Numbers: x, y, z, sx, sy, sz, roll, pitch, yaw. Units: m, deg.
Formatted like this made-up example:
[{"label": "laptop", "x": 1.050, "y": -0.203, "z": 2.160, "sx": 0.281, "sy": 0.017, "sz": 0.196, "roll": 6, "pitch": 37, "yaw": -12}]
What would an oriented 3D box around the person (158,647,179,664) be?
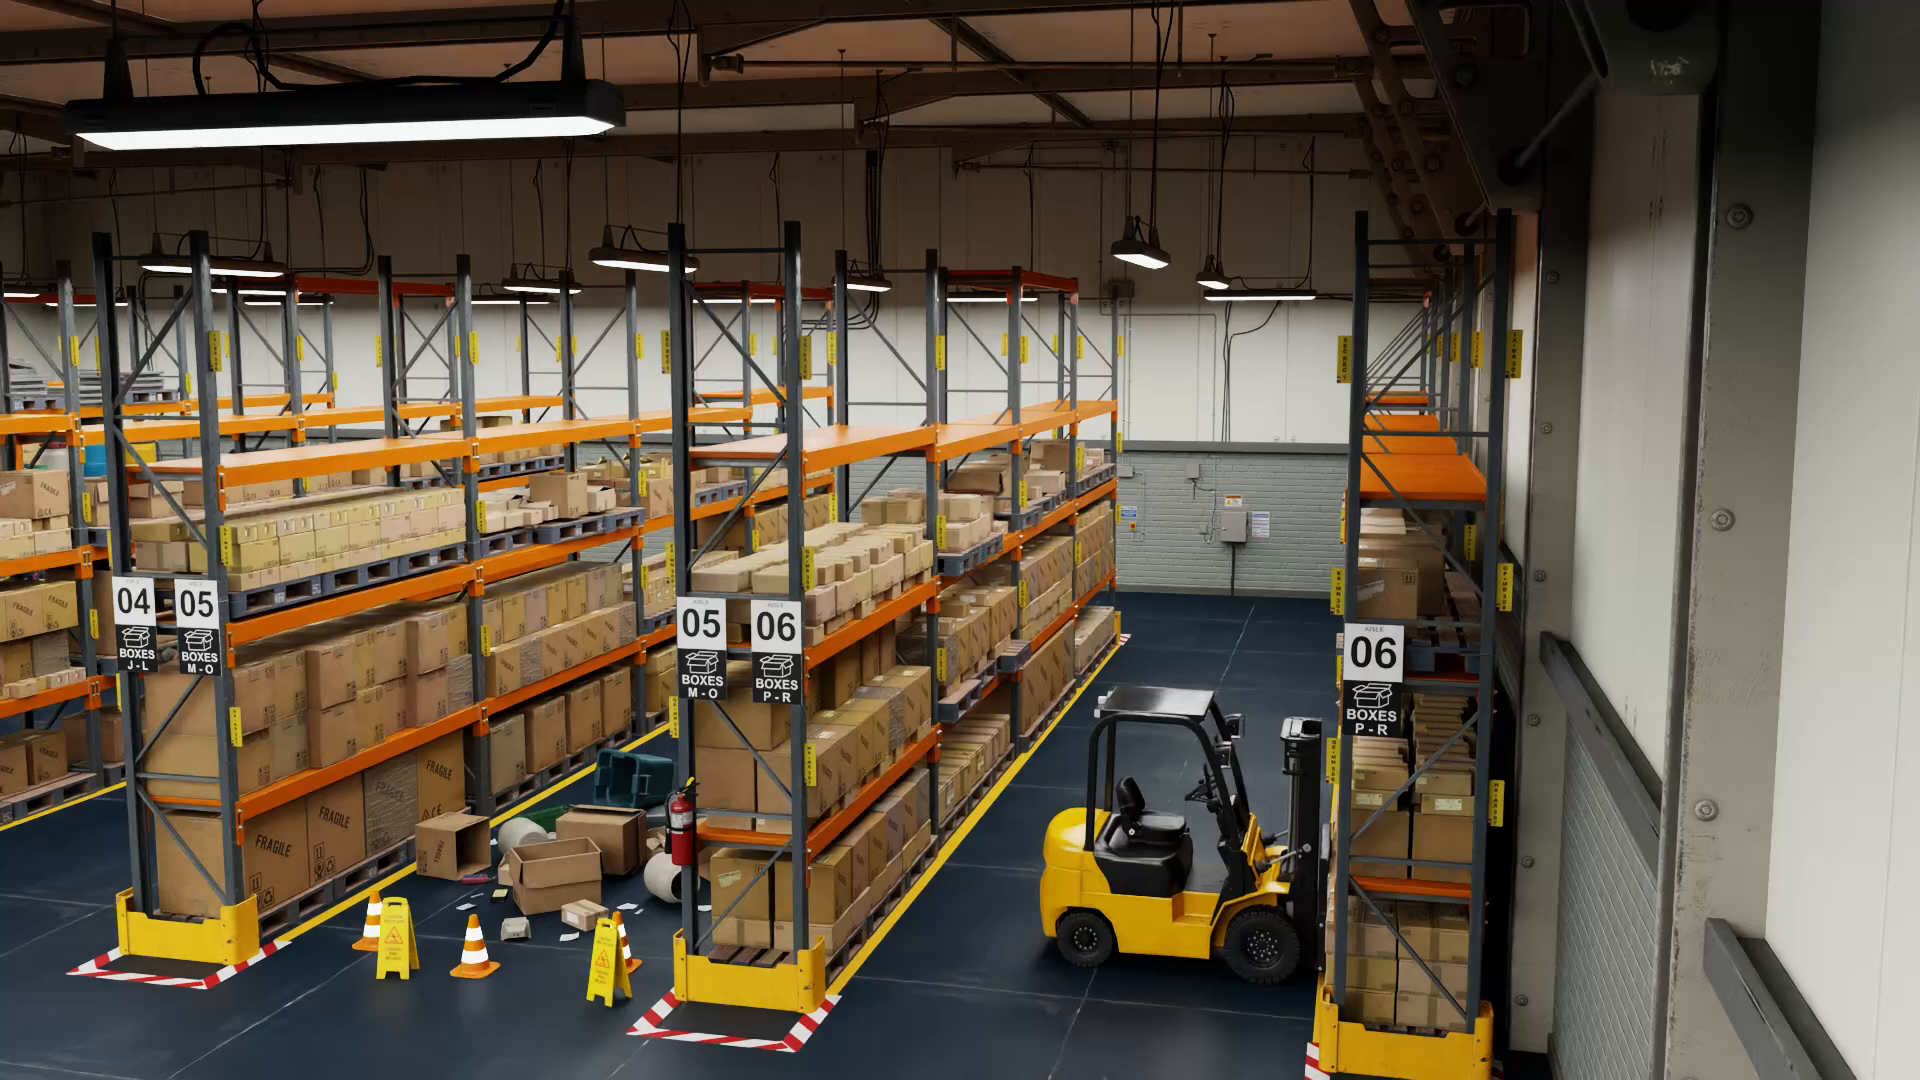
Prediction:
[{"label": "person", "x": -8.916, "y": 2.042, "z": 18.880, "sx": 0.553, "sy": 1.646, "sz": 0.420, "roll": 3, "pitch": 8, "yaw": 25}]
